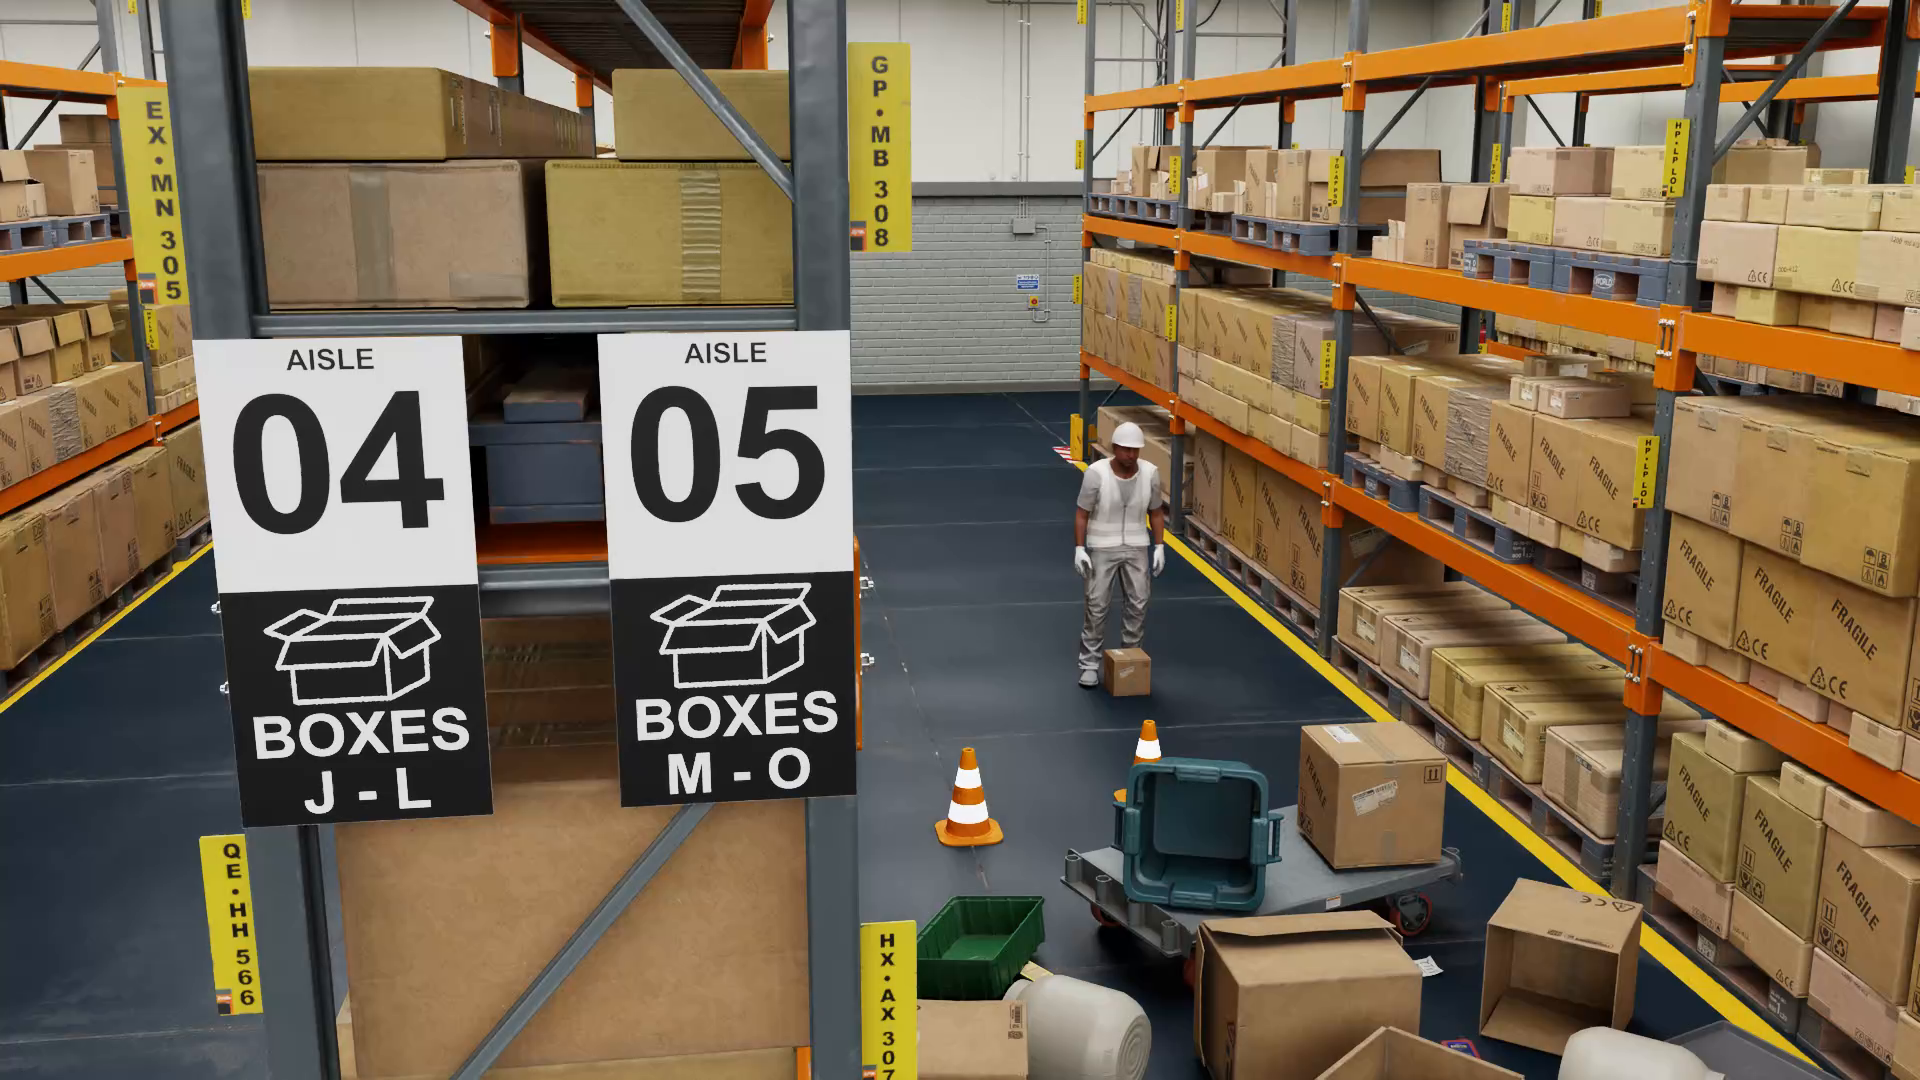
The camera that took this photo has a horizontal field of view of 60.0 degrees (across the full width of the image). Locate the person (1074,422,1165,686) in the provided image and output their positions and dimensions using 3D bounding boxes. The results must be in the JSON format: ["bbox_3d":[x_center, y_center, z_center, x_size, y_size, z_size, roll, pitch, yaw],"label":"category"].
[{"bbox_3d":[1.064,0.086,11.087,0.622,1.774,0.453,-2,13,-9],"label":"person"}]
